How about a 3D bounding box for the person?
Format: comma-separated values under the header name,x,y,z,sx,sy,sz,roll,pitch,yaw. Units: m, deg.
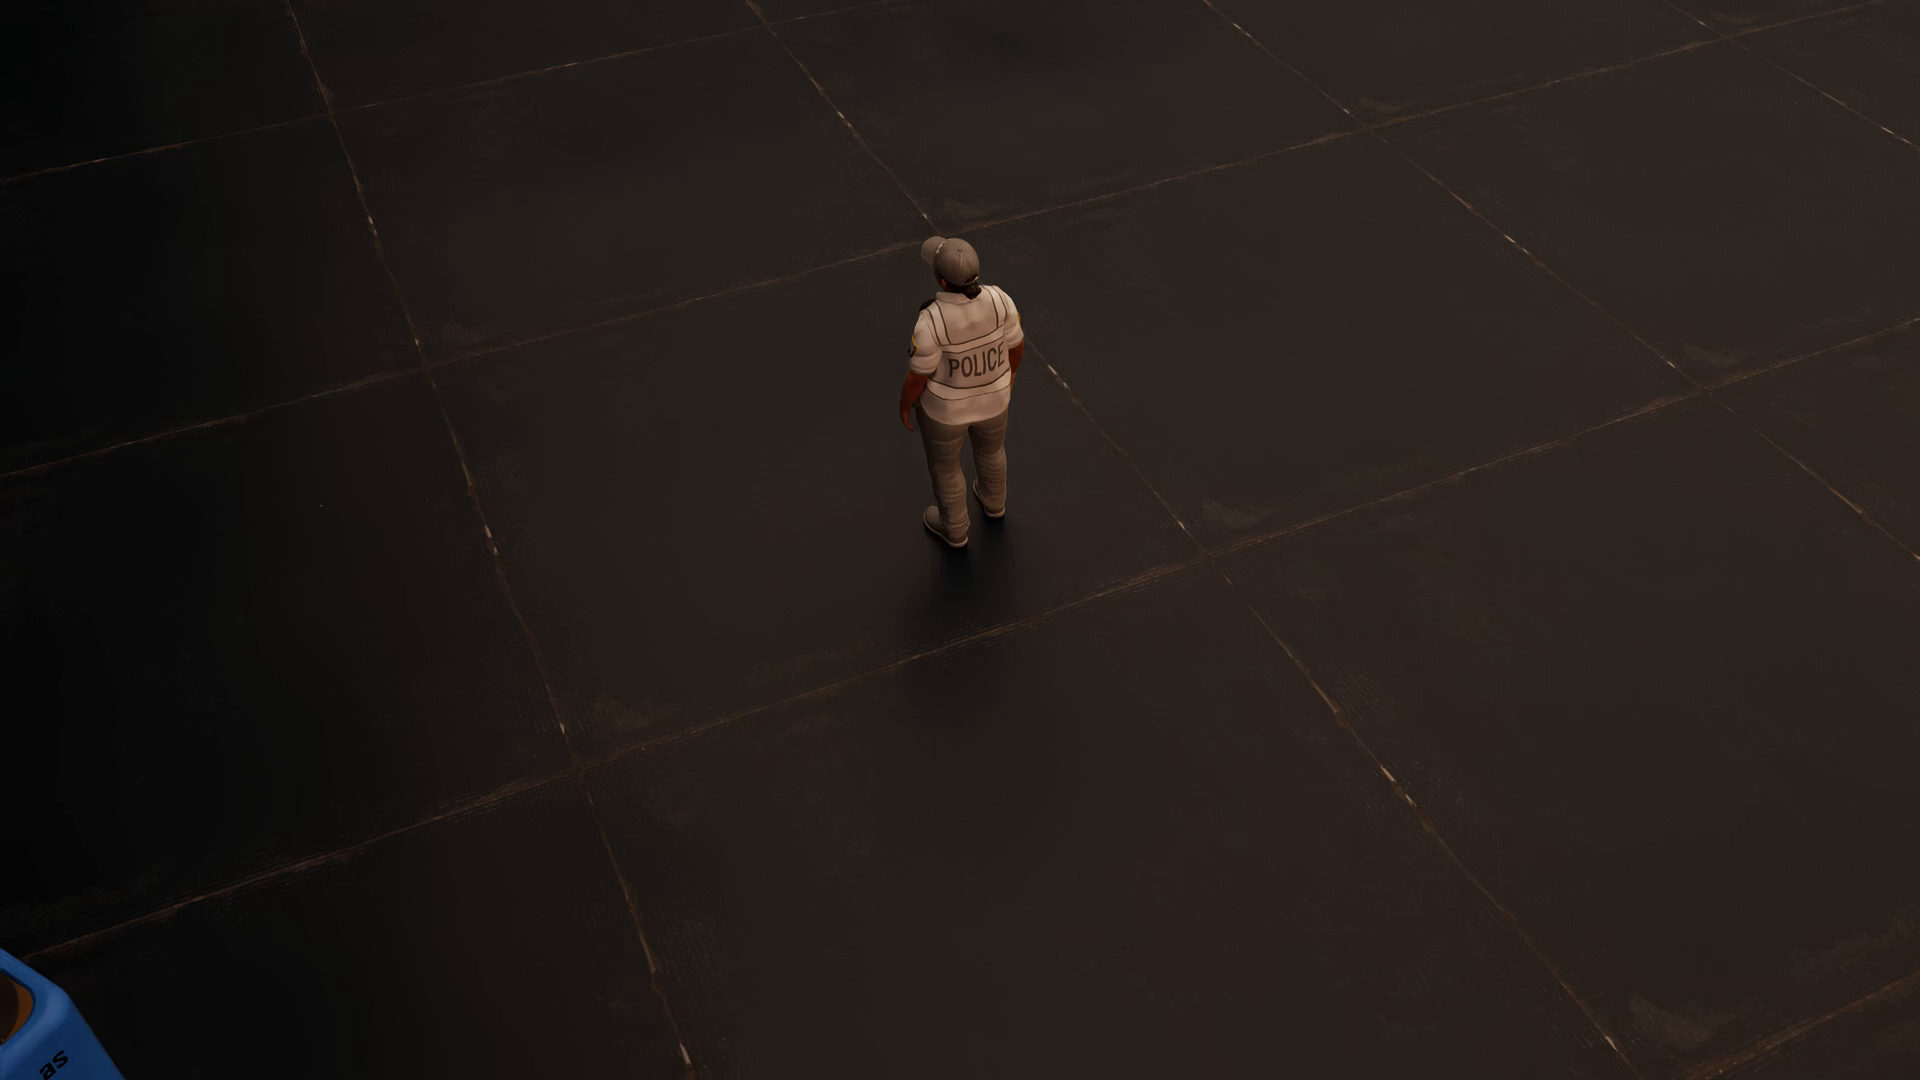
name,x,y,z,sx,sy,sz,roll,pitch,yaw
person,-0.011,-0.668,7.313,0.598,1.670,0.529,-18,46,-18
